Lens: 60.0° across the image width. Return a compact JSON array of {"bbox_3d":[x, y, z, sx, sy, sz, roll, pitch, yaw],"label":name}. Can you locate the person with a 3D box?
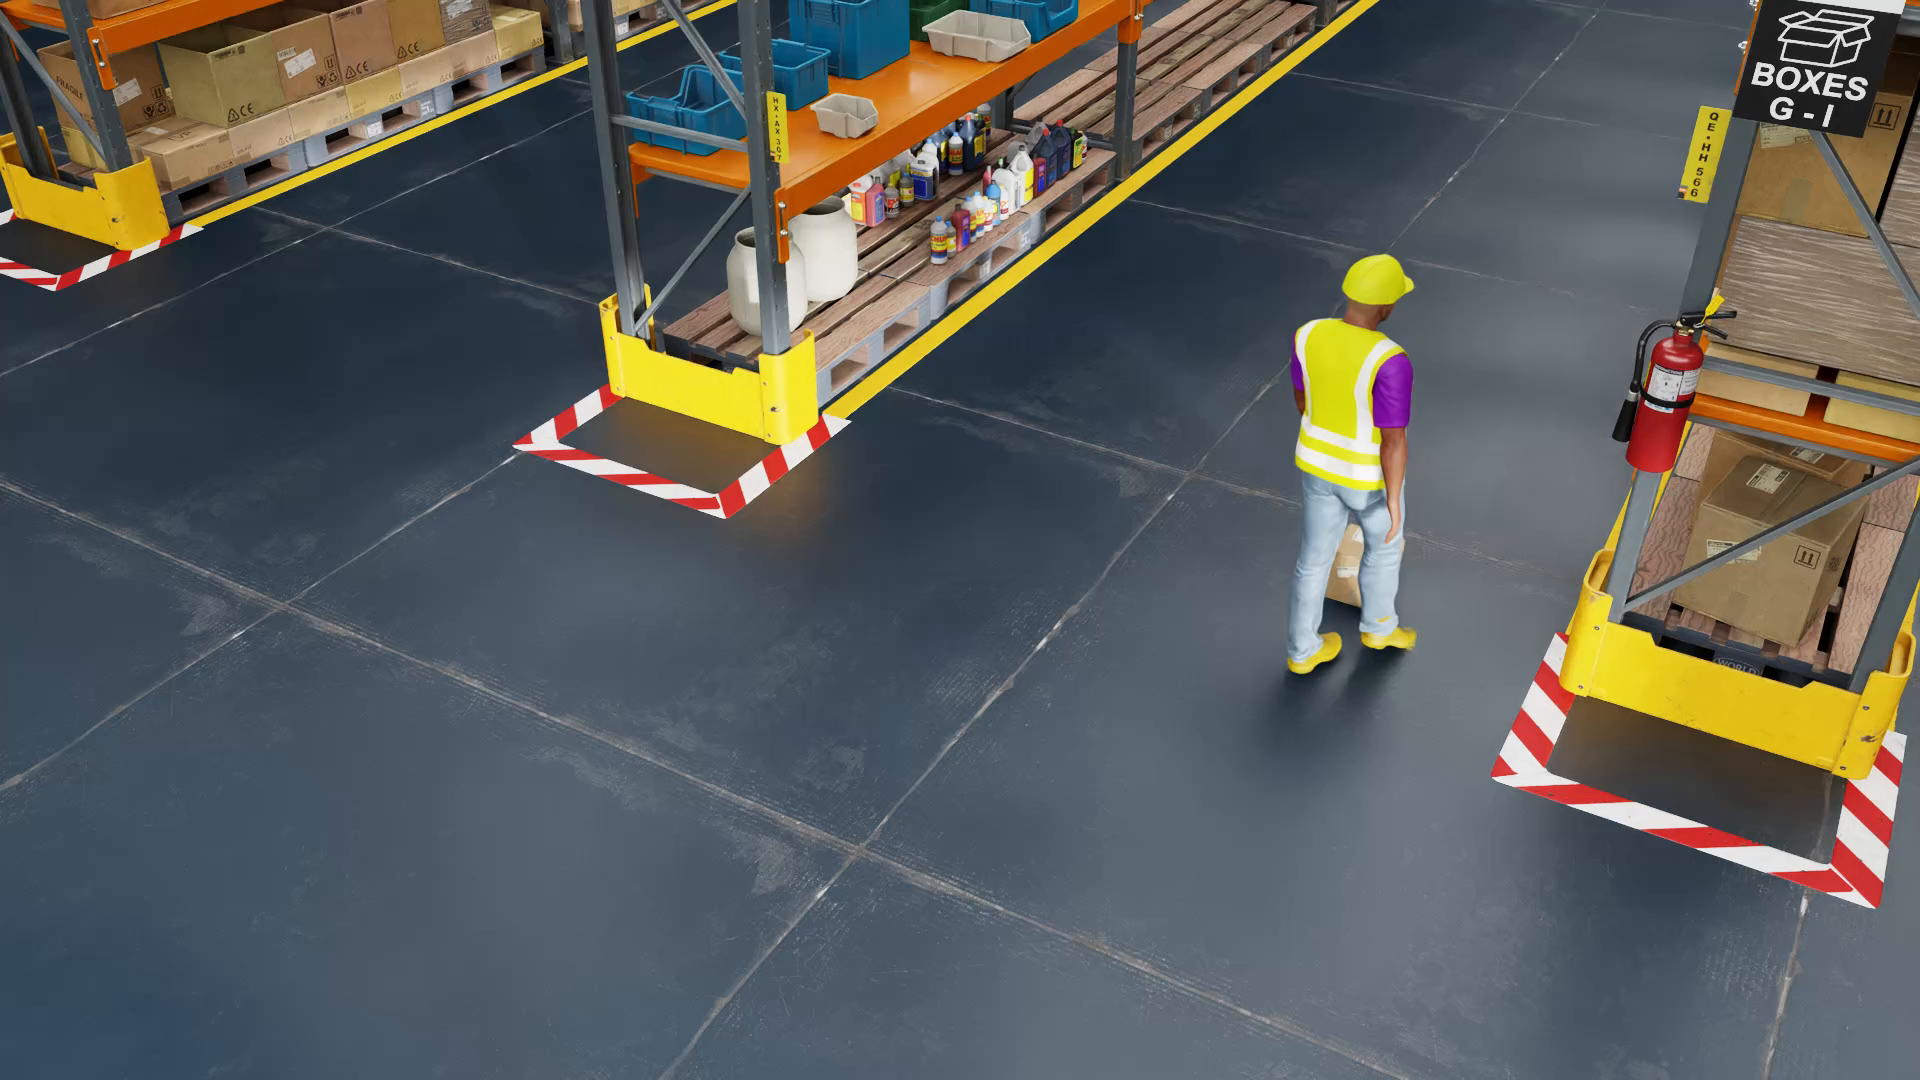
[{"bbox_3d":[1.560,-0.294,6.558,0.627,1.789,0.641,29,43,35],"label":"person"}]
